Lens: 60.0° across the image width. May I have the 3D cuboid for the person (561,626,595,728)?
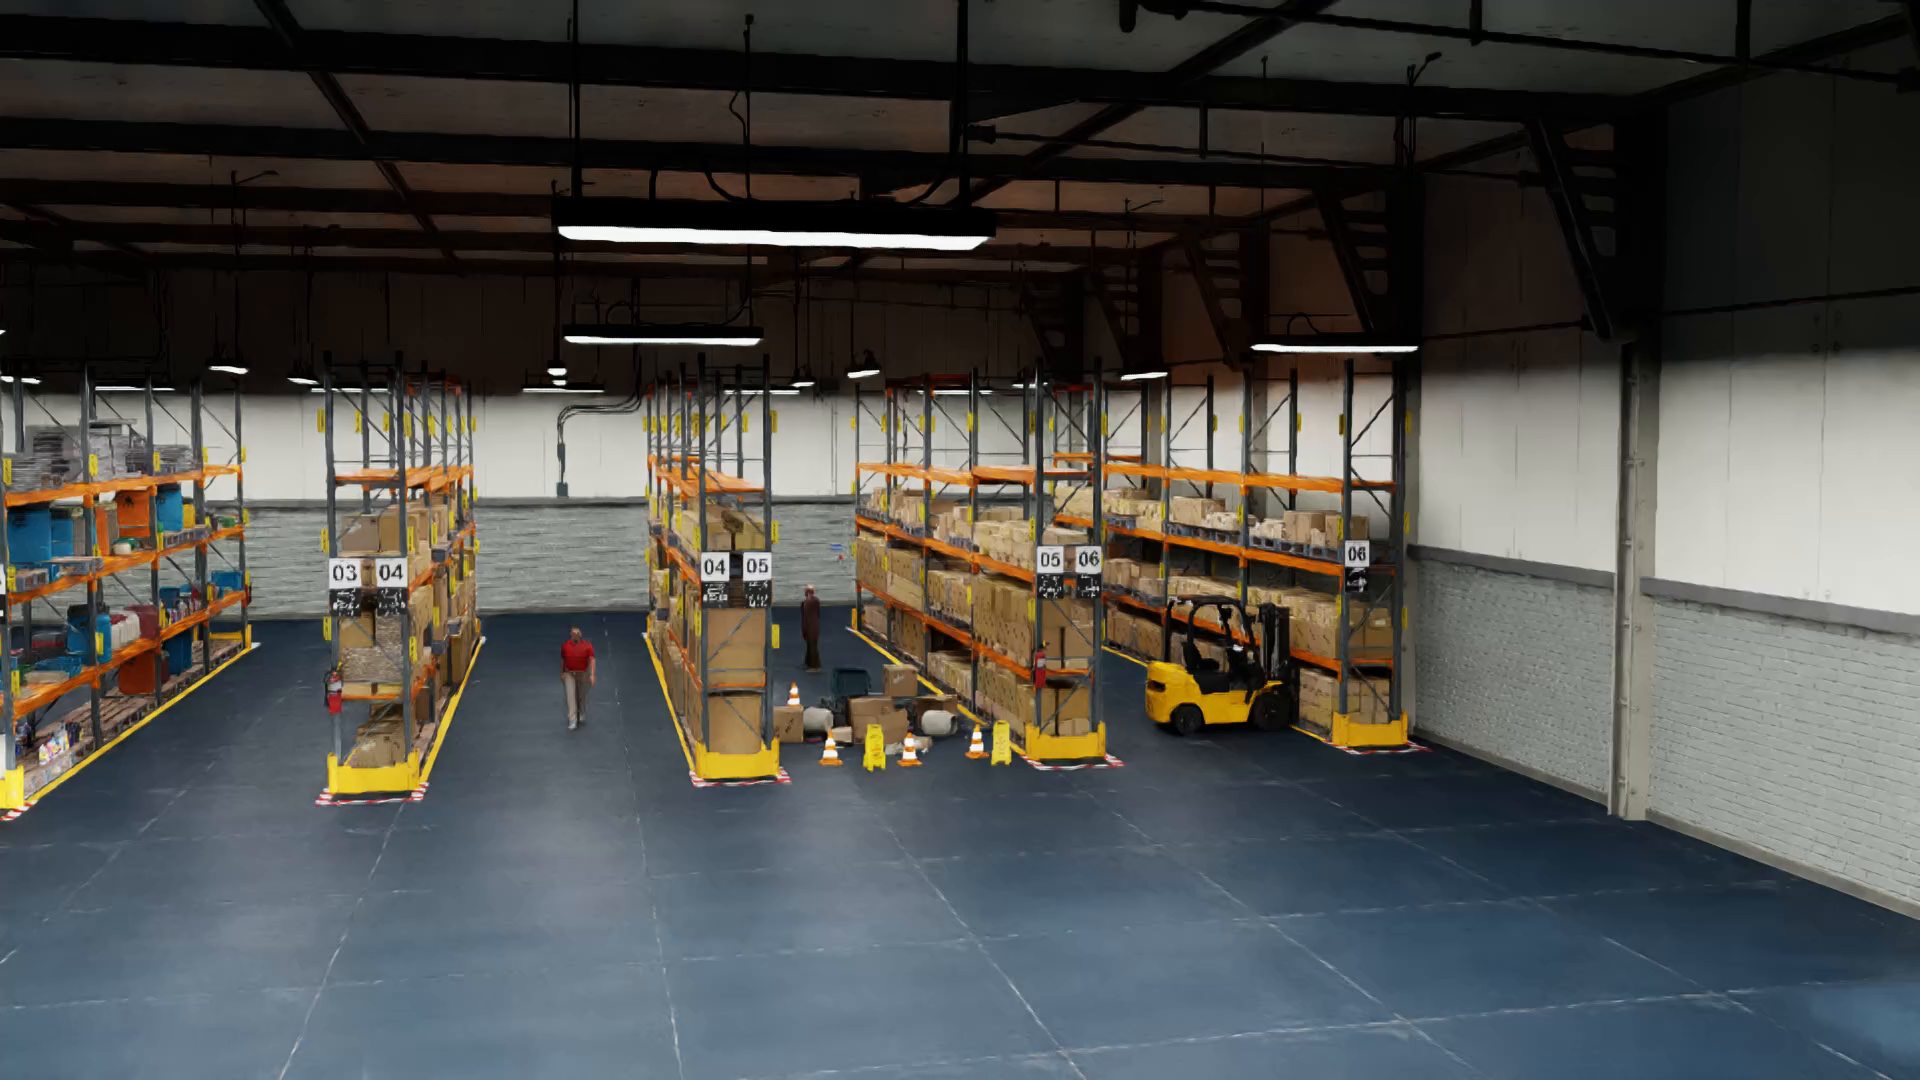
[{"bbox_3d":[-6.324,2.289,27.551,0.554,1.583,1.040,-1,4,-14],"label":"person"}]

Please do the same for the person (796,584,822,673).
[{"bbox_3d":[-3.055,1.762,33.567,0.630,1.773,0.677,1,4,15],"label":"person"}]
